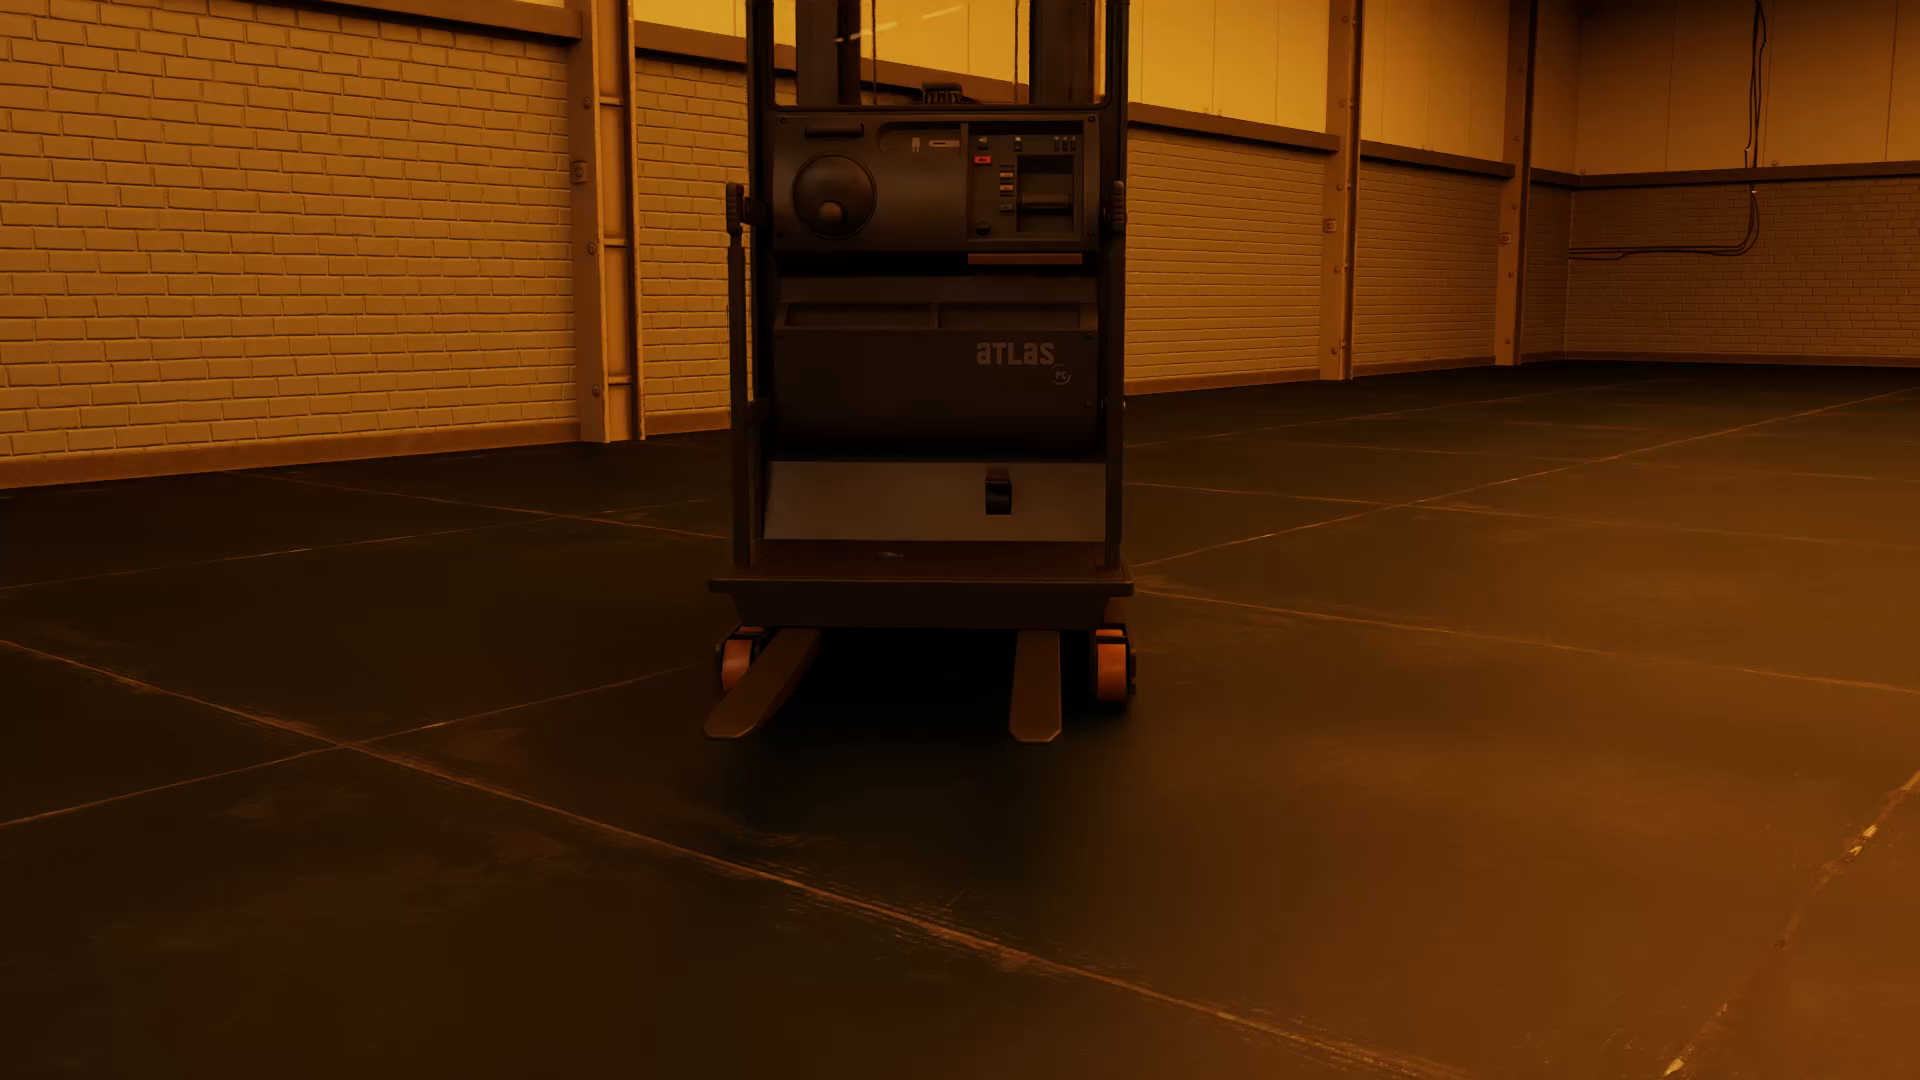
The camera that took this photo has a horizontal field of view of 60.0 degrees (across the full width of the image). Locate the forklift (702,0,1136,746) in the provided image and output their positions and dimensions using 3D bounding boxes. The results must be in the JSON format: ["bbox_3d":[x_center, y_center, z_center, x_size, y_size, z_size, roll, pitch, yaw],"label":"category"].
[{"bbox_3d":[-0.078,-1.062,4.537,1.130,2.935,3.031,0,8,3],"label":"forklift"}]
